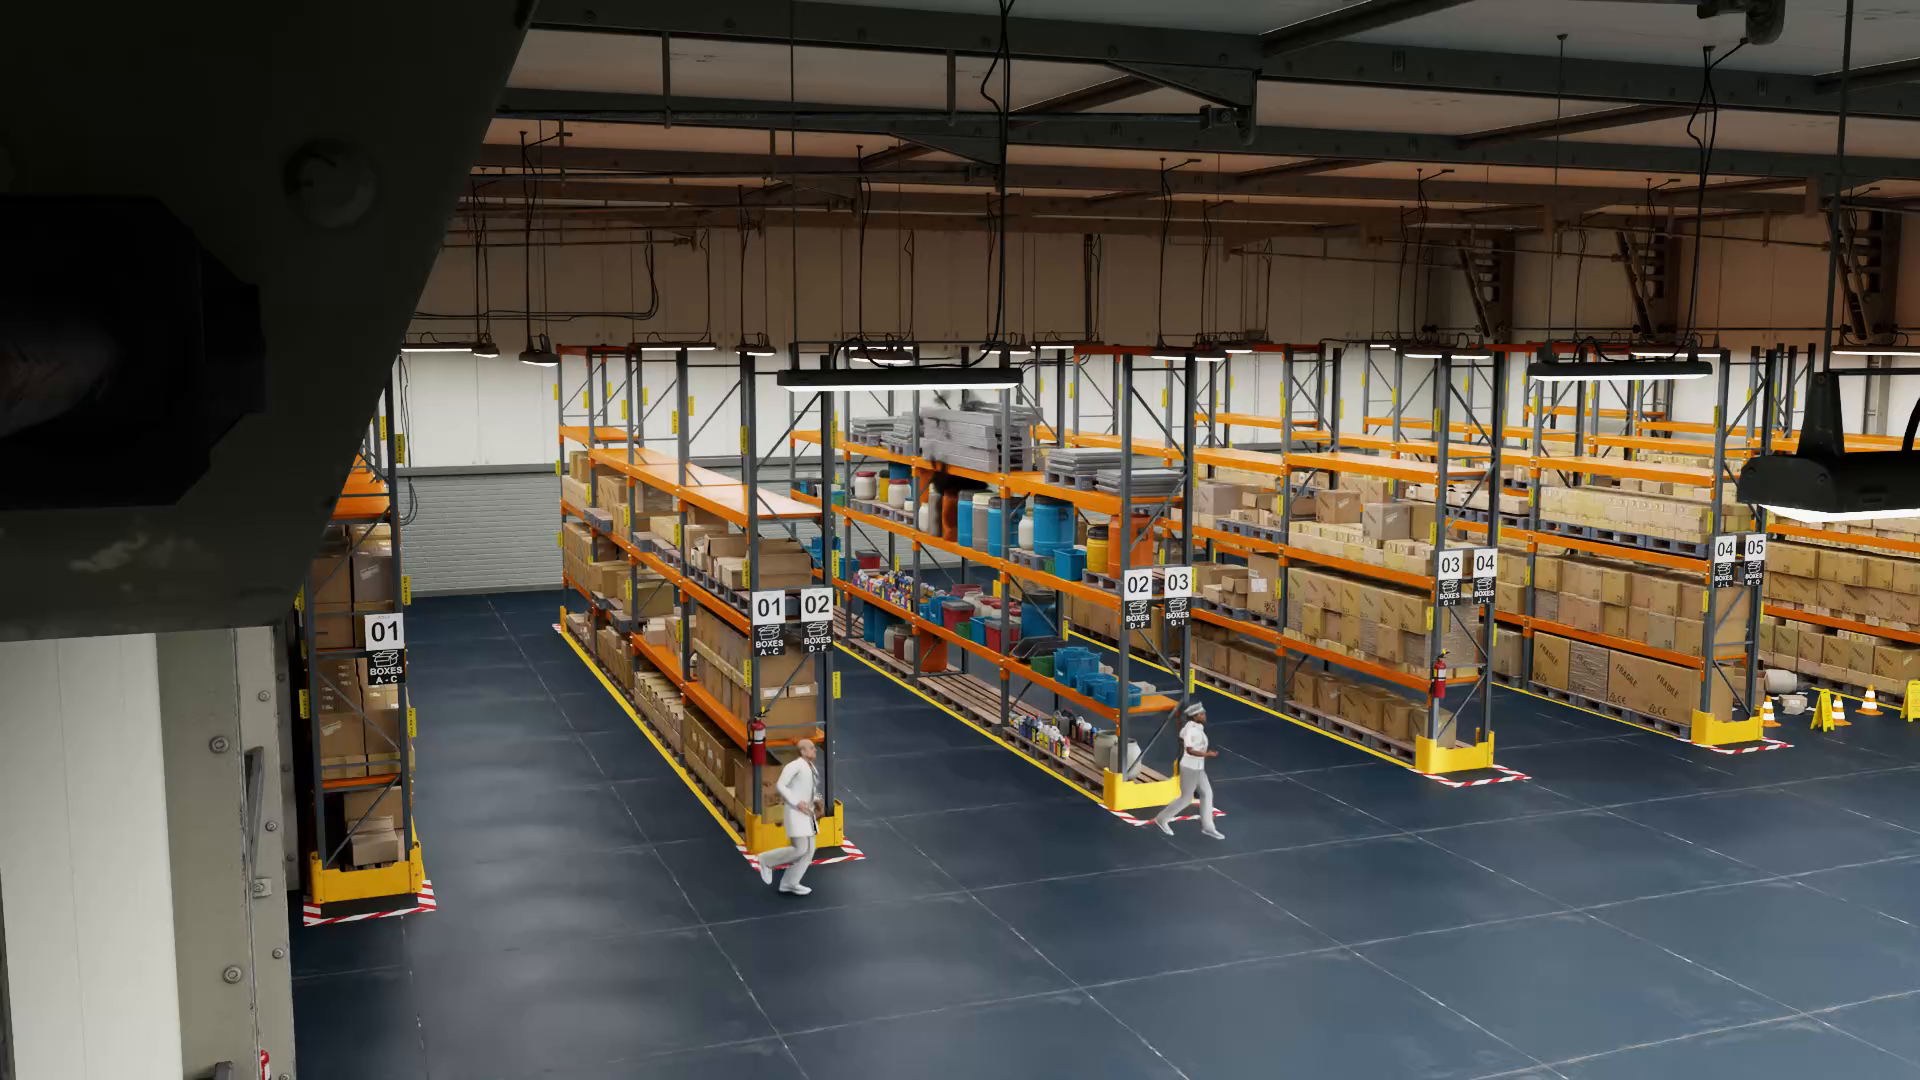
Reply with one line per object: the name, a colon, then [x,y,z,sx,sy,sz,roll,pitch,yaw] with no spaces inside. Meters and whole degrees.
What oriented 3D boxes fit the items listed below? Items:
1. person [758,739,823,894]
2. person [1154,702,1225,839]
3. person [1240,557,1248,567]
person: [-1.893,3.200,18.953,0.655,1.492,0.749,3,8,21]
person: [2.888,2.856,20.745,0.874,1.704,0.591,2,8,15]
person: [7.380,0.083,42.257,0.903,1.736,0.730,-2,8,-17]
